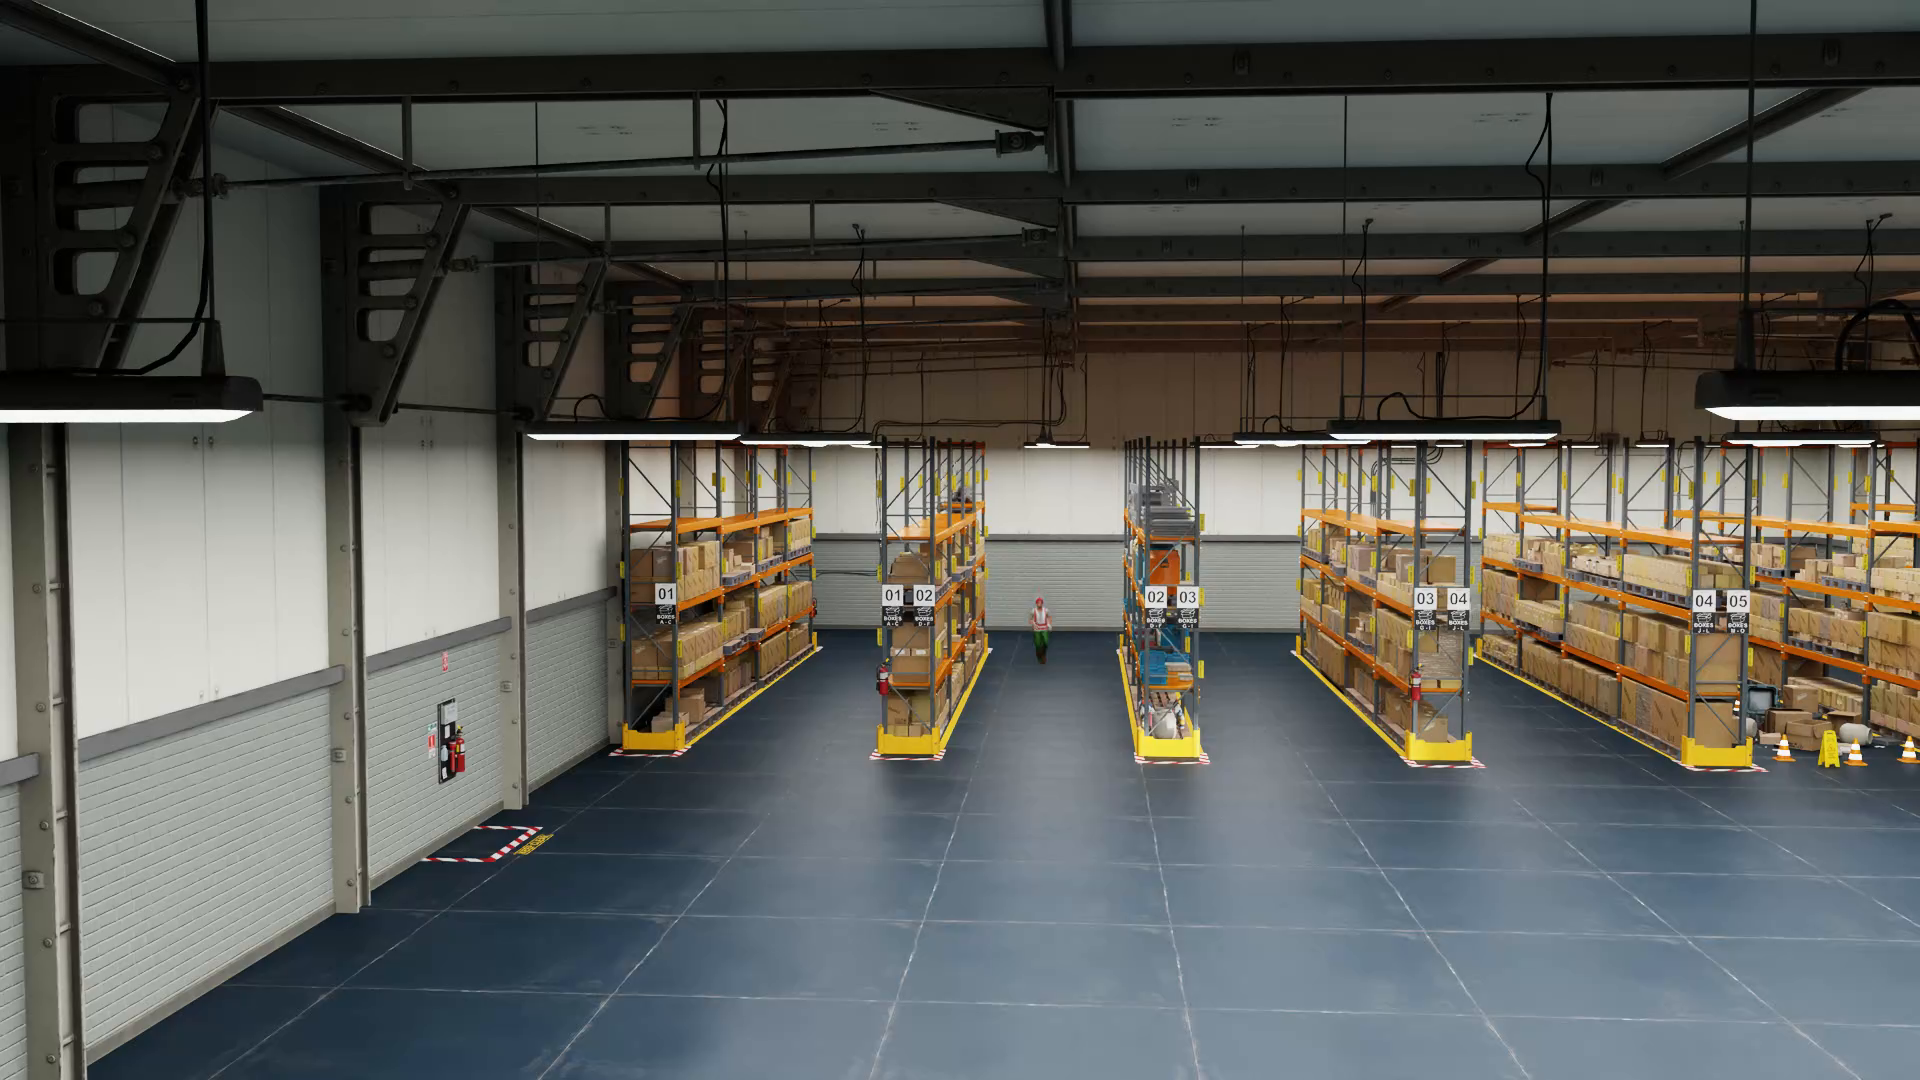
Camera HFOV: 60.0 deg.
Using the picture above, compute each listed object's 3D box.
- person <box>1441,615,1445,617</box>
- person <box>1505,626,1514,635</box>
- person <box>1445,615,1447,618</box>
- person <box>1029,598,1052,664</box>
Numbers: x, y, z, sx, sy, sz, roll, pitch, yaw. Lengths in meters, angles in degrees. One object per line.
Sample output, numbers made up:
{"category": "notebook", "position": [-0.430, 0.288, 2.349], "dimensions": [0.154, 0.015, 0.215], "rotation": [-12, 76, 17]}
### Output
{"category": "person", "position": [13.250, 2.475, 46.311], "dimensions": [0.562, 1.598, 0.779], "rotation": [2, 3, 28]}
{"category": "person", "position": [15.761, 2.383, 47.597], "dimensions": [0.734, 1.604, 0.535], "rotation": [-3, 4, -41]}
{"category": "person", "position": [13.426, 2.405, 46.917], "dimensions": [0.527, 1.647, 0.633], "rotation": [-1, 3, -26]}
{"category": "person", "position": [2.128, 2.400, 43.816], "dimensions": [0.629, 1.754, 0.644], "rotation": [0, 3, -2]}
